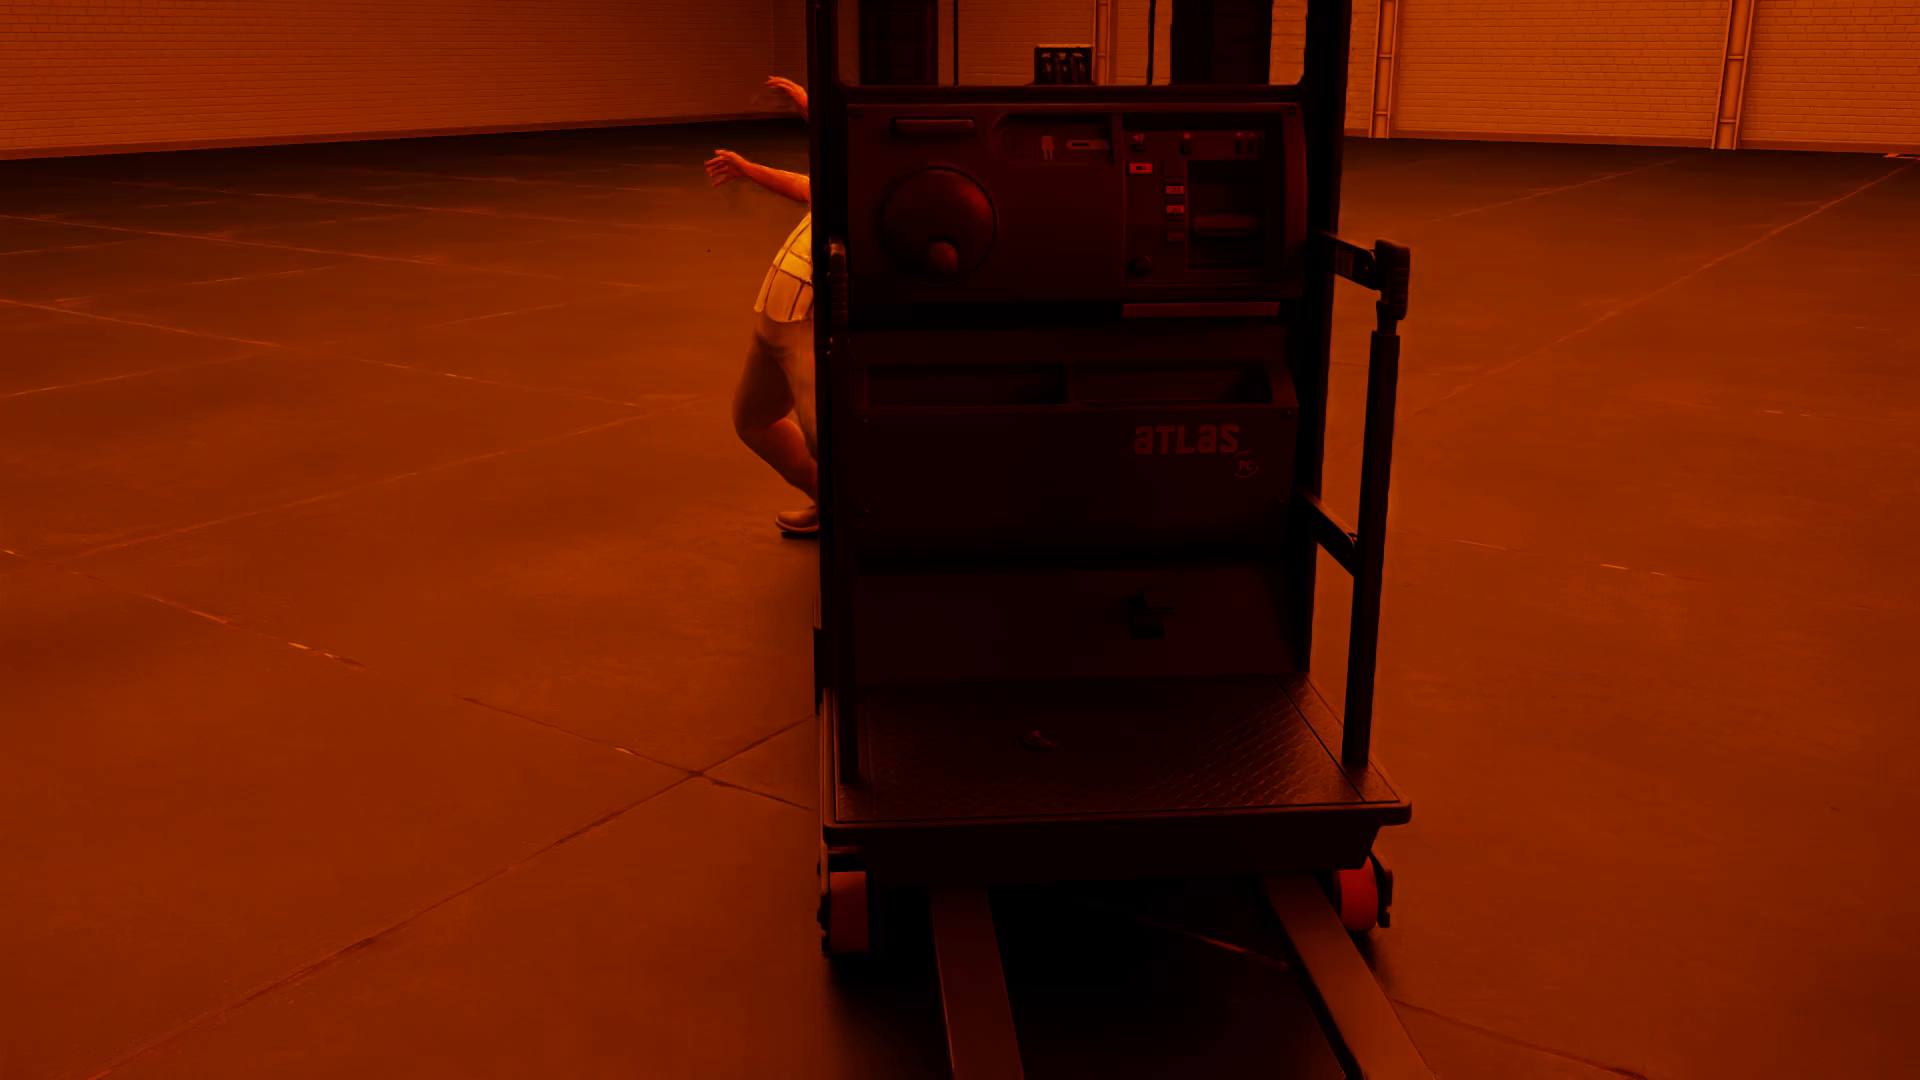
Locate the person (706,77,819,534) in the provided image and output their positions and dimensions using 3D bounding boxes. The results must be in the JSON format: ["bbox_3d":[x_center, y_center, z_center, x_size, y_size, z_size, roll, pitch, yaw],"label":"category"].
[{"bbox_3d":[-0.456,-0.802,5.816,0.737,1.594,1.071,-10,20,-31],"label":"person"}]

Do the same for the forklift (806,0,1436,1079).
[{"bbox_3d":[0.257,-0.694,3.154,1.130,2.935,3.031,-1,17,-5],"label":"forklift"}]
